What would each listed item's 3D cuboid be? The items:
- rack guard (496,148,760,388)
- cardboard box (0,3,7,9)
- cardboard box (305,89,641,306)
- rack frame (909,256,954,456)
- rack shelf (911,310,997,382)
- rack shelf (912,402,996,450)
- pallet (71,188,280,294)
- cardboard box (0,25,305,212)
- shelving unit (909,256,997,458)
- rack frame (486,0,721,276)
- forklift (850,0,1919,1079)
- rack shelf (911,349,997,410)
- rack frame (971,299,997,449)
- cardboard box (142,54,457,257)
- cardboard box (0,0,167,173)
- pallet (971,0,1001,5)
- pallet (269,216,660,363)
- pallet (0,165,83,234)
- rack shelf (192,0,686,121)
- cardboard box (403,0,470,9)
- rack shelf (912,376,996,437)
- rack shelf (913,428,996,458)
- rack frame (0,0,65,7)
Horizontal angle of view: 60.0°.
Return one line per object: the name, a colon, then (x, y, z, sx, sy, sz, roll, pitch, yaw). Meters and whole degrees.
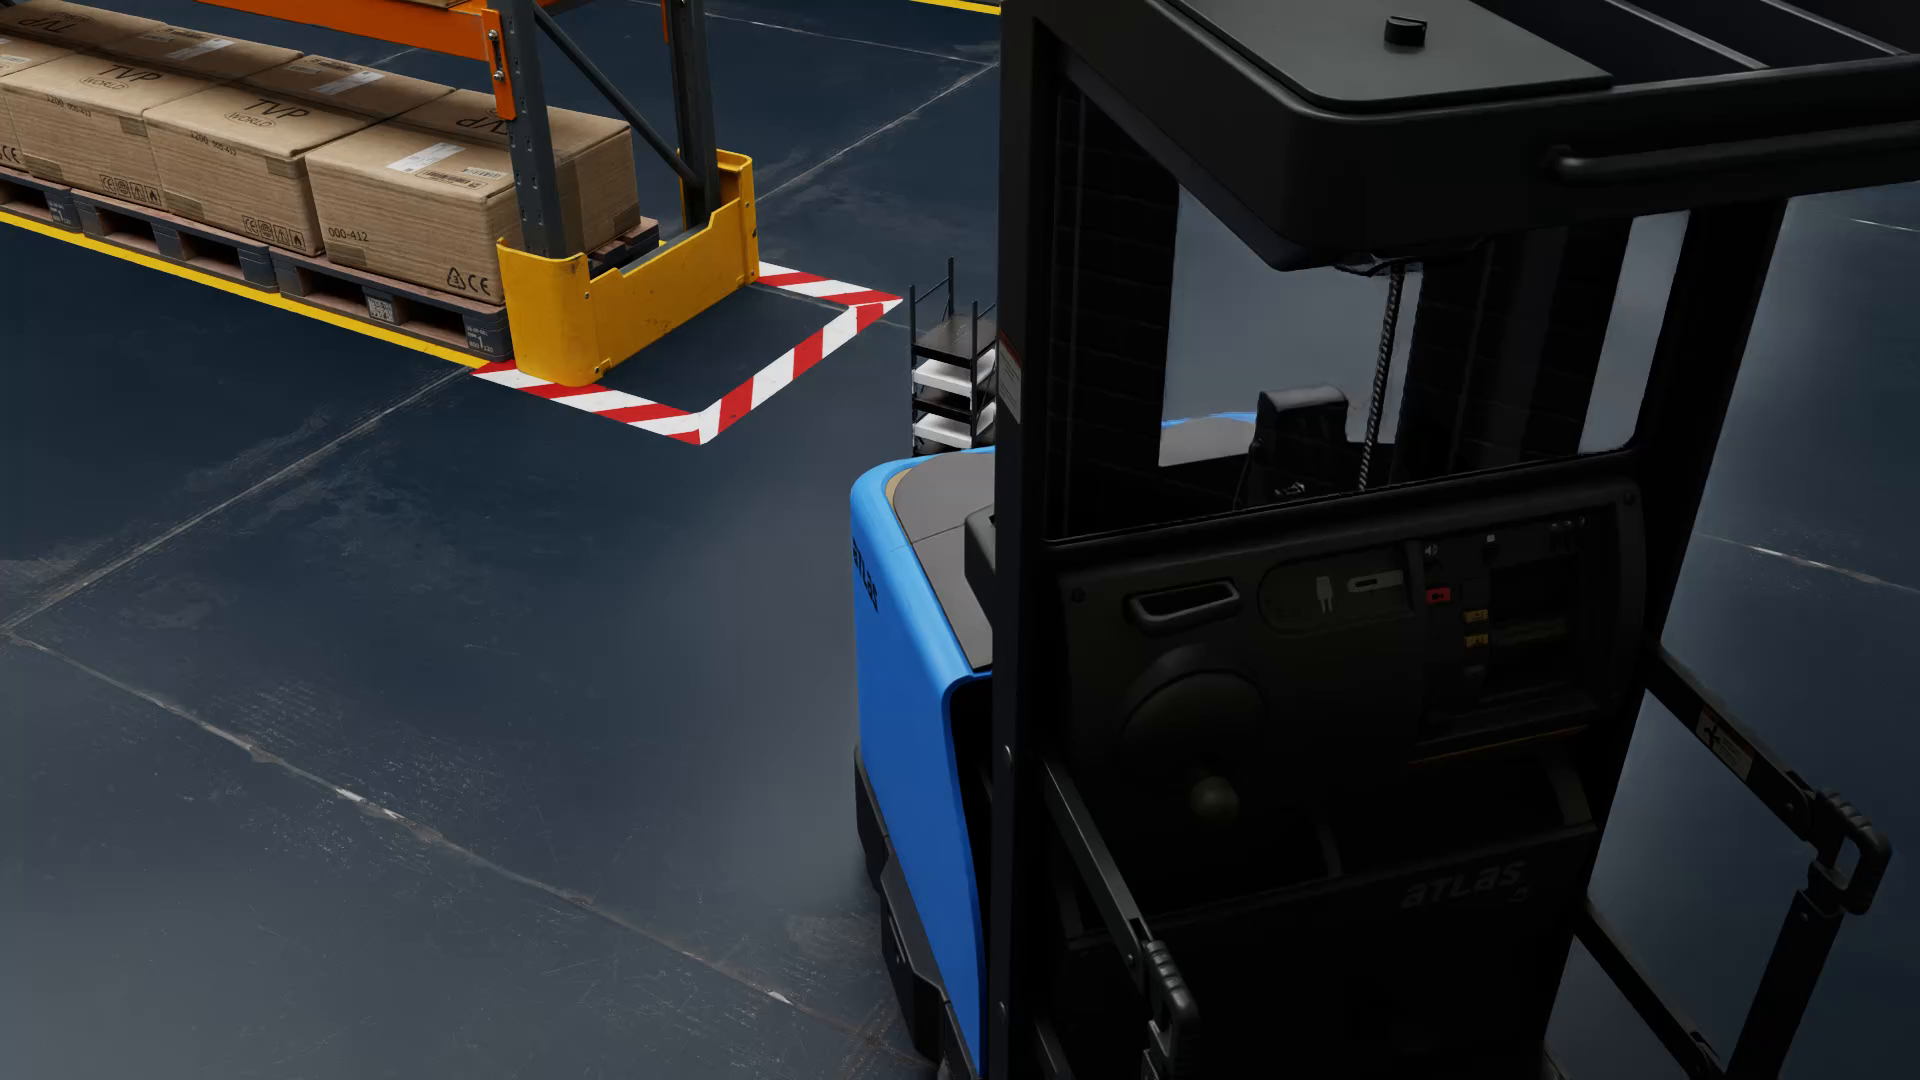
rack guard: (-1.244, -1.081, 6.422, 0.348, 0.500, 1.175, 18, 37, 24)
cardboard box: (-5.316, -2.651, 8.062, 0.875, 0.875, 0.875, 19, 38, 26)
cardboard box: (-1.887, -1.370, 6.534, 0.875, 0.438, 0.875, 16, 37, 23)
rack frame: (-0.081, -0.400, 5.039, 0.006, 0.900, 0.240, 18, 37, 24)
rack shelf: (0.007, -0.569, 4.866, 0.200, 0.077, 0.258, 18, 37, 24)
rack shelf: (0.007, -0.345, 5.016, 0.200, 0.077, 0.258, 18, 37, 24)
pallet: (-3.053, -1.486, 7.291, 1.213, 0.211, 1.003, 18, 37, 24)
cardboard box: (-3.468, -1.866, 7.279, 0.875, 0.438, 0.875, 16, 37, 23)
shelving unit: (0.007, -0.372, 4.997, 0.210, 0.900, 0.258, 18, 37, 24)
rack frame: (-1.265, -2.128, 5.739, 0.127, 3.000, 1.000, 18, 37, 24)
forklift: (0.655, 0.221, 2.274, 1.130, 2.935, 3.031, -9, 35, -14)
rack shelf: (0.007, -0.494, 4.916, 0.200, 0.077, 0.258, 18, 37, 24)
rack frame: (0.095, -0.344, 4.955, 0.006, 0.900, 0.240, 18, 37, 24)
cardboard box: (-2.686, -1.617, 6.905, 0.875, 0.438, 0.875, 19, 38, 26)
cardboard box: (-4.246, -2.112, 7.648, 0.875, 0.438, 0.875, 17, 37, 24)
pallet: (0.350, -3.639, 10.524, 1.213, 0.211, 1.003, 18, 37, 24)
pallet: (-1.998, -1.150, 6.786, 1.213, 0.211, 1.003, 18, 37, 24)
pallet: (-4.116, -1.821, 7.794, 1.213, 0.211, 1.003, 18, 37, 24)
rack shelf: (-3.001, -2.379, 6.765, 4.000, 0.370, 1.077, 18, 37, 24)
cardboard box: (-1.815, -2.175, 5.720, 0.500, 0.500, 0.500, 18, 38, 25)
rack shelf: (0.007, -0.419, 4.966, 0.200, 0.077, 0.258, 18, 37, 24)
rack shelf: (0.007, -0.270, 5.066, 0.200, 0.077, 0.258, 18, 37, 24)
rack frame: (-4.738, -3.228, 7.391, 0.127, 3.000, 1.000, 18, 37, 24)
